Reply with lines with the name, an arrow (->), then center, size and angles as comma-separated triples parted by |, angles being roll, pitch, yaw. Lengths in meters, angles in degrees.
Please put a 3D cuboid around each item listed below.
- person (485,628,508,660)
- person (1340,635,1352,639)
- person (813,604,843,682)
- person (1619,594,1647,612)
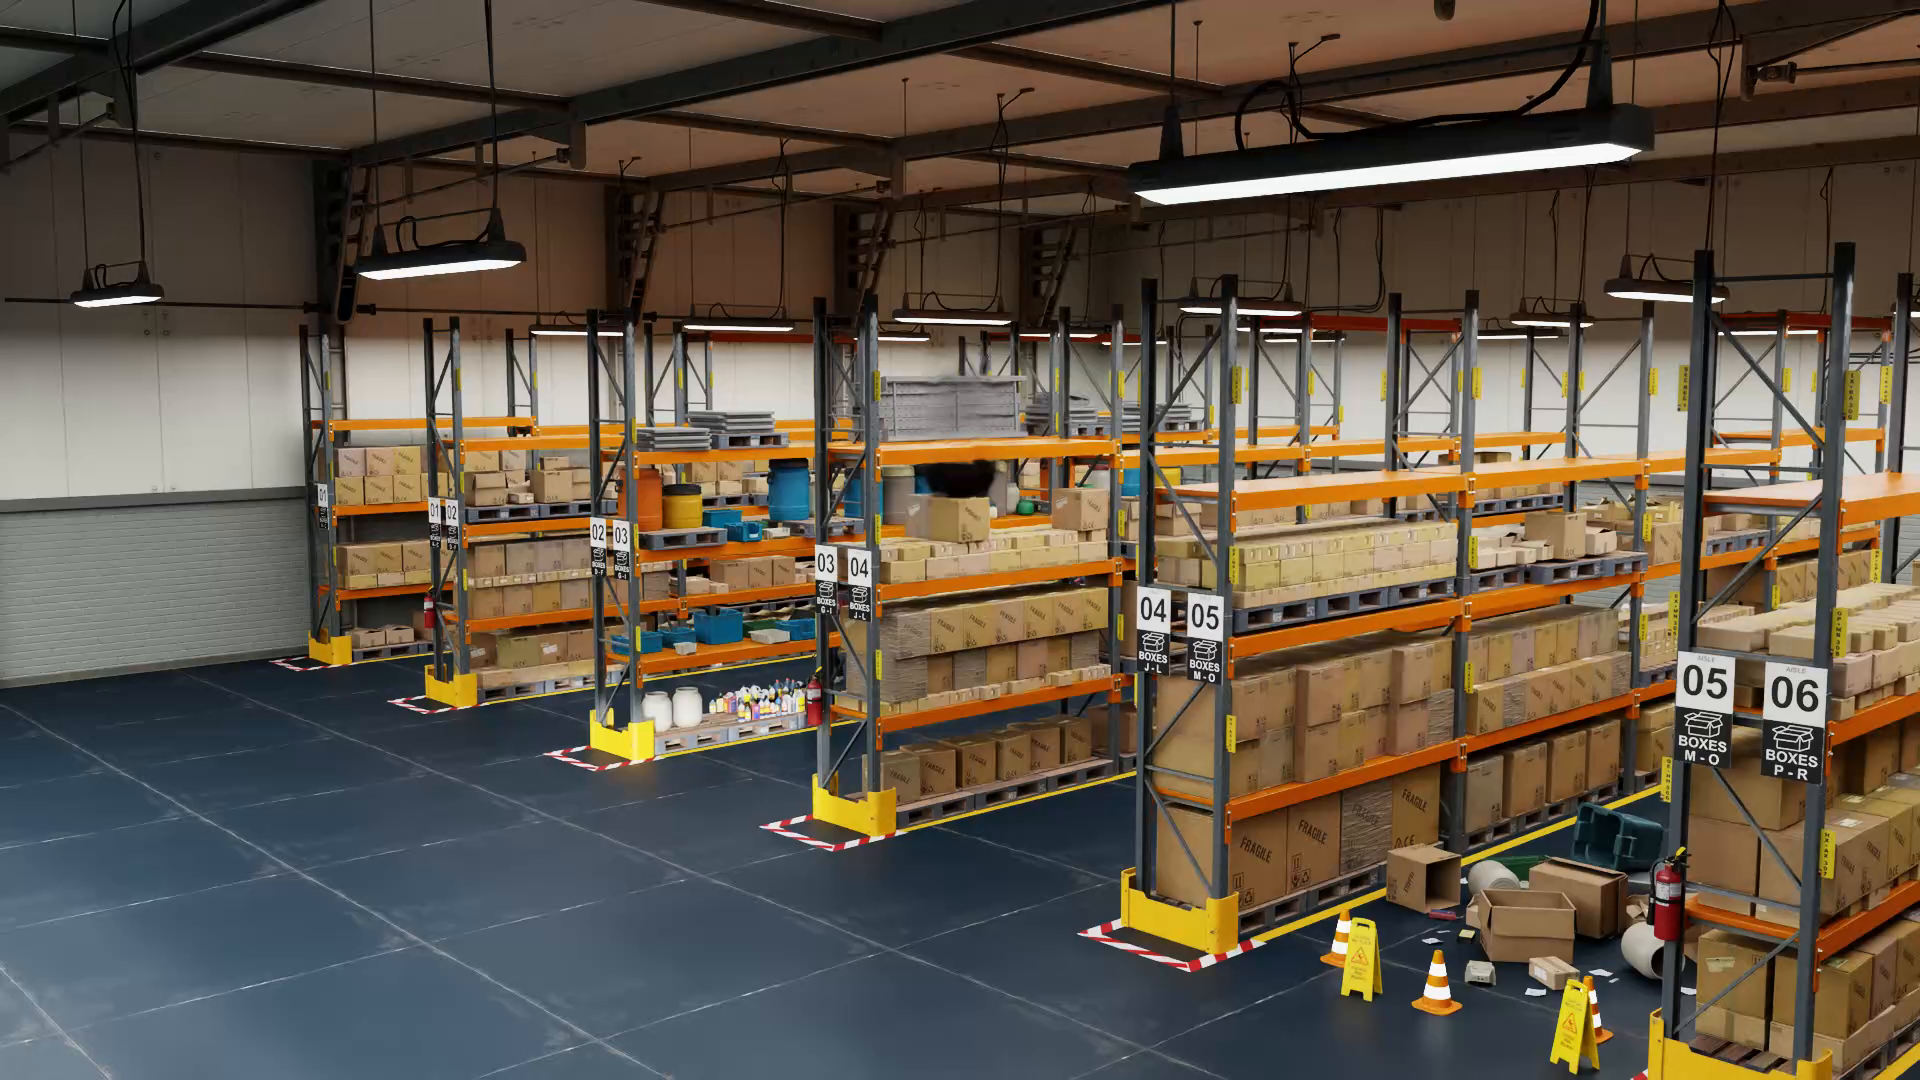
person -> -7.846, 1.476, 28.276 | 0.692, 1.749, 0.725 | 5, 8, 42
person -> 5.144, 2.094, 22.179 | 0.649, 1.693, 0.629 | 5, 8, 42
person -> -2.180, 1.600, 27.444 | 0.506, 1.586, 0.662 | 4, 7, 34
person -> 11.157, 1.637, 27.386 | 0.615, 1.624, 0.965 | 4, 7, 33
